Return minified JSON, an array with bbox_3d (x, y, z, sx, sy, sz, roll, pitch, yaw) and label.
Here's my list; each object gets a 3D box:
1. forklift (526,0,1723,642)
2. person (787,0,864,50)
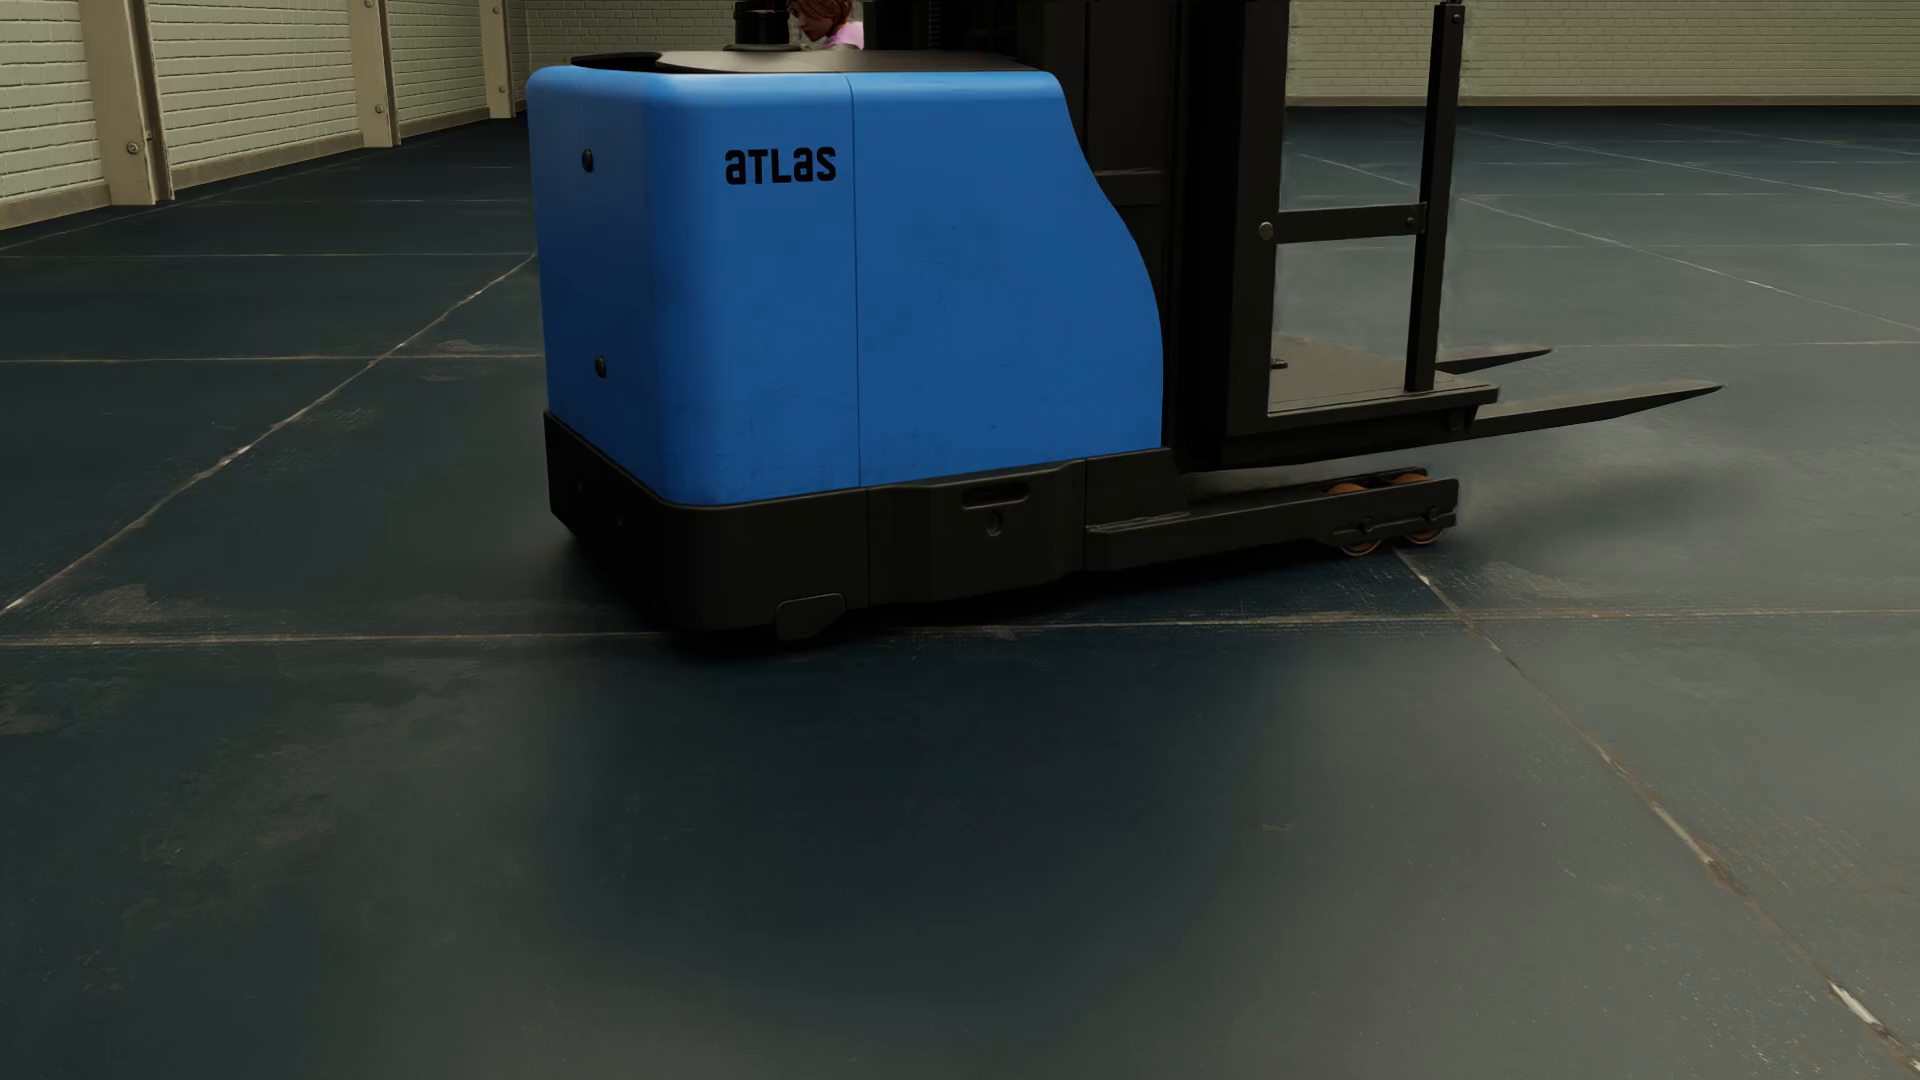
[{"bbox_3d":[0.586,-1.491,3.782,3.031,2.935,1.130,-9,19,-26],"label":"forklift"},{"bbox_3d":[-0.356,-1.207,5.582,0.539,1.385,0.811,-13,21,-36],"label":"person"}]
